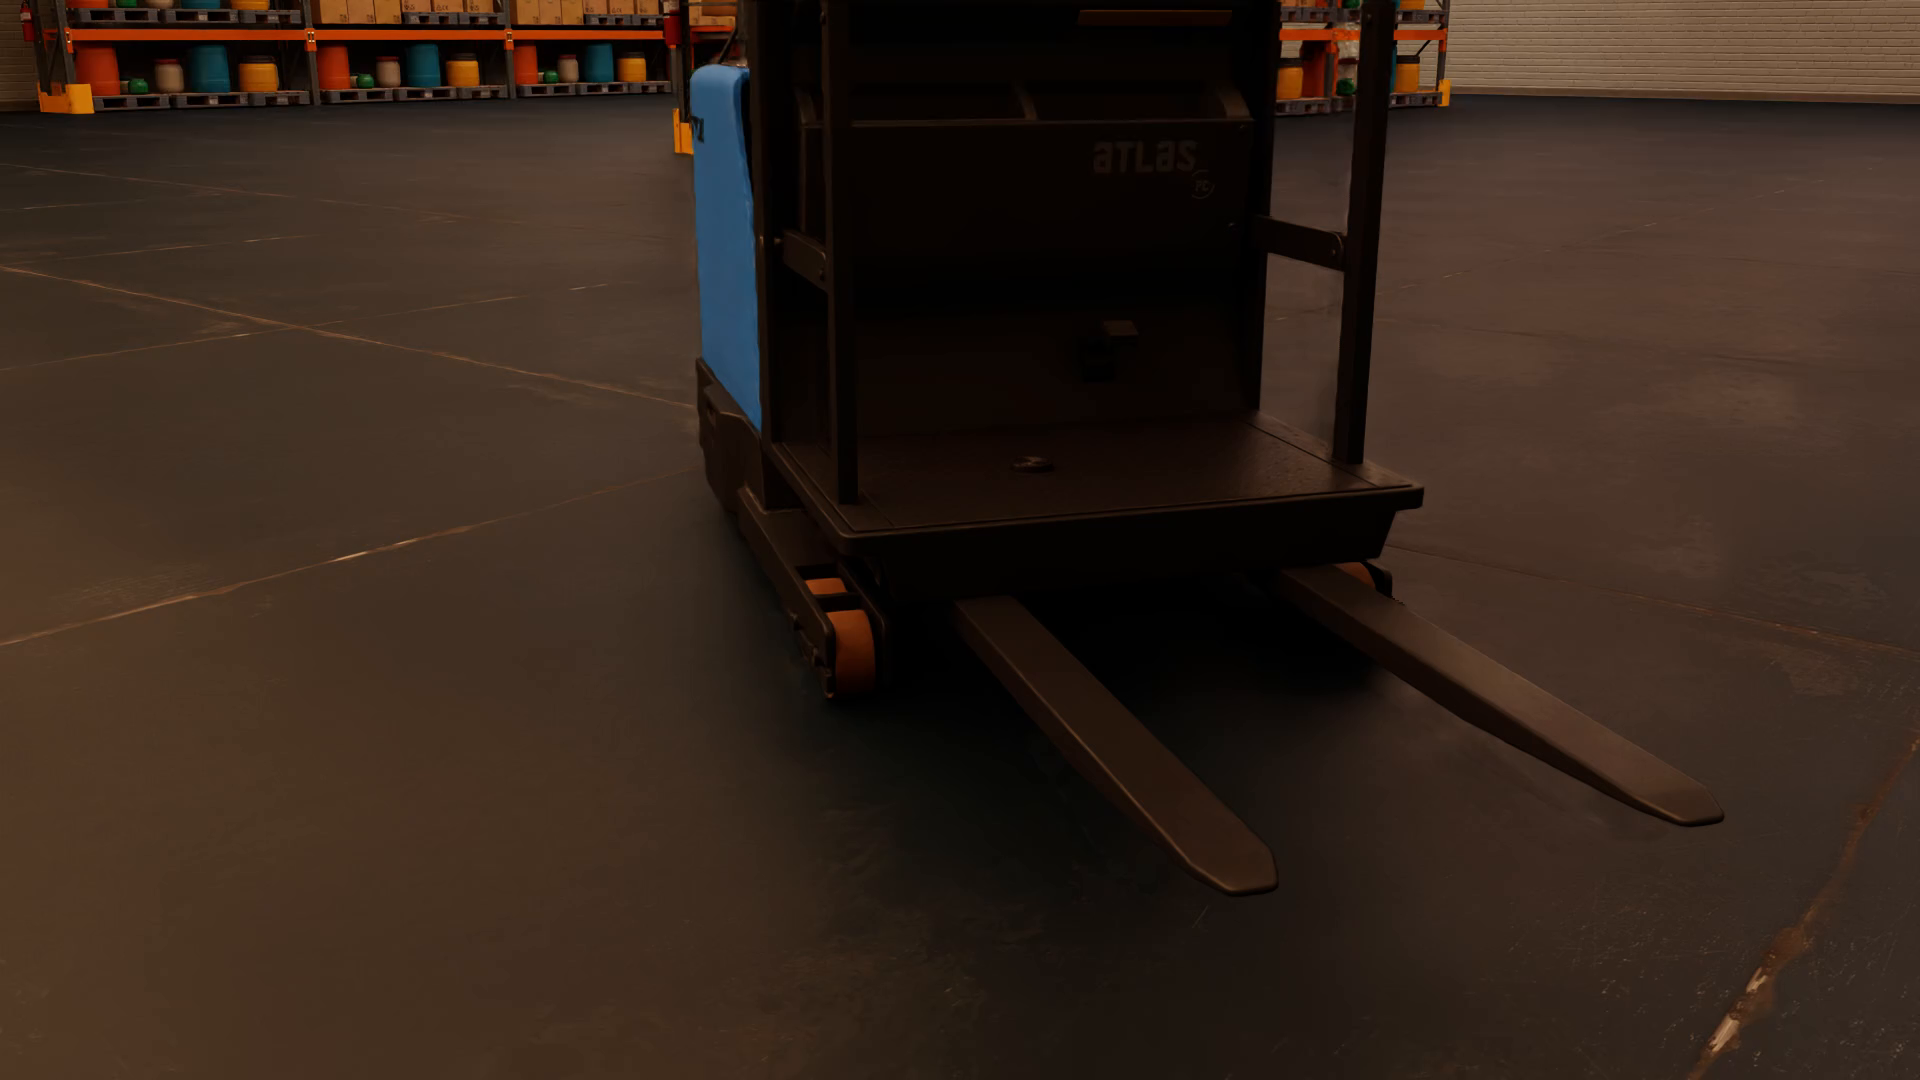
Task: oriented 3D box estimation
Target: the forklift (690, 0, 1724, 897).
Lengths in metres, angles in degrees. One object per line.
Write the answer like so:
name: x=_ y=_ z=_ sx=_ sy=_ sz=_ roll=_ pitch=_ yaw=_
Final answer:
forklift: x=0.195 y=-1.242 z=2.986 sx=1.130 sy=2.935 sz=3.031 roll=-5 pitch=18 yaw=-16
